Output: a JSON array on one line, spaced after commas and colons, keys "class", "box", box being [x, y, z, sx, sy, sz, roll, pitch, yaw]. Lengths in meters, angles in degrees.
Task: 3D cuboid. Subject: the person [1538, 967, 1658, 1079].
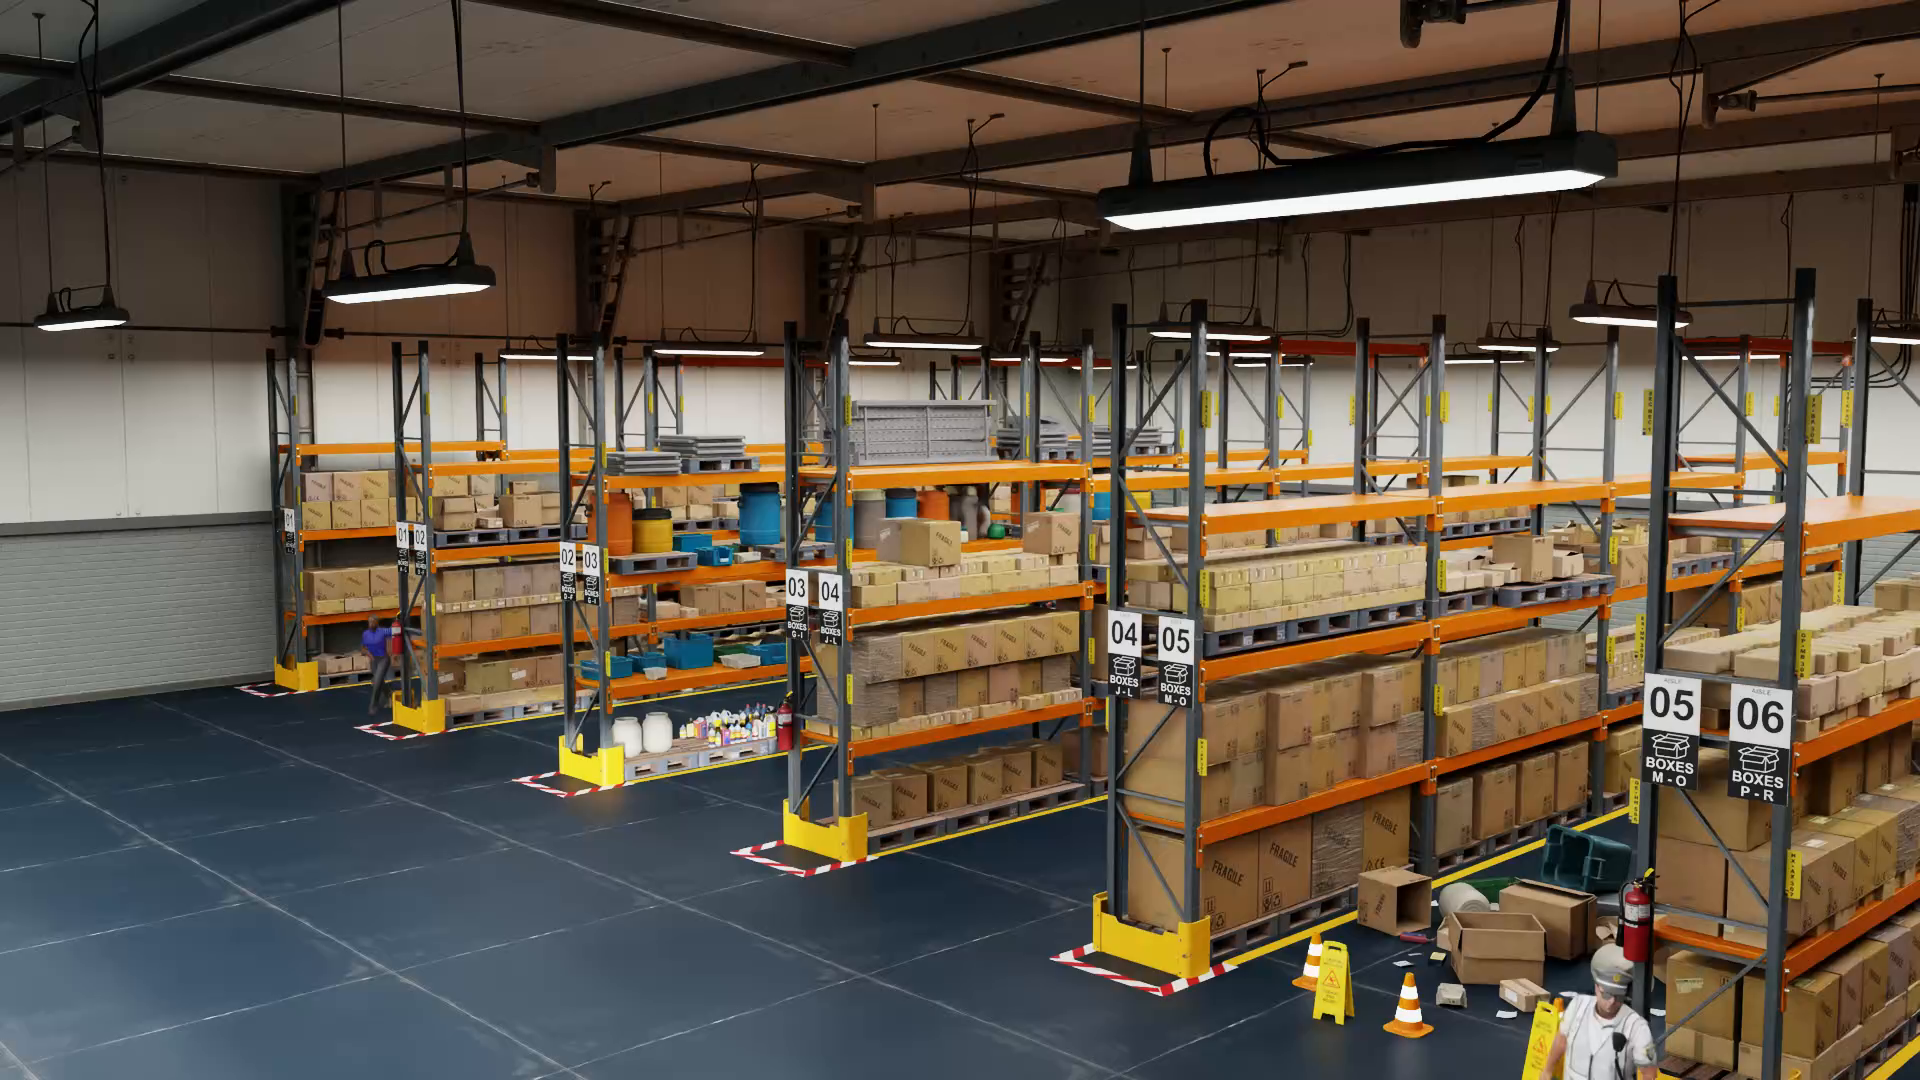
[{"class": "person", "box": [3.998, 3.415, 10.387, 0.743, 1.700, 0.749, 4, 6, 35]}]

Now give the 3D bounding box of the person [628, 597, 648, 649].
[{"class": "person", "box": [-6.241, 1.648, 31.744, 0.714, 1.562, 1.017, 1, 5, 15]}]

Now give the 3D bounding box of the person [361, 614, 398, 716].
[{"class": "person", "box": [-9.445, 2.010, 27.221, 0.562, 1.663, 0.758, 1, 5, 15]}]
